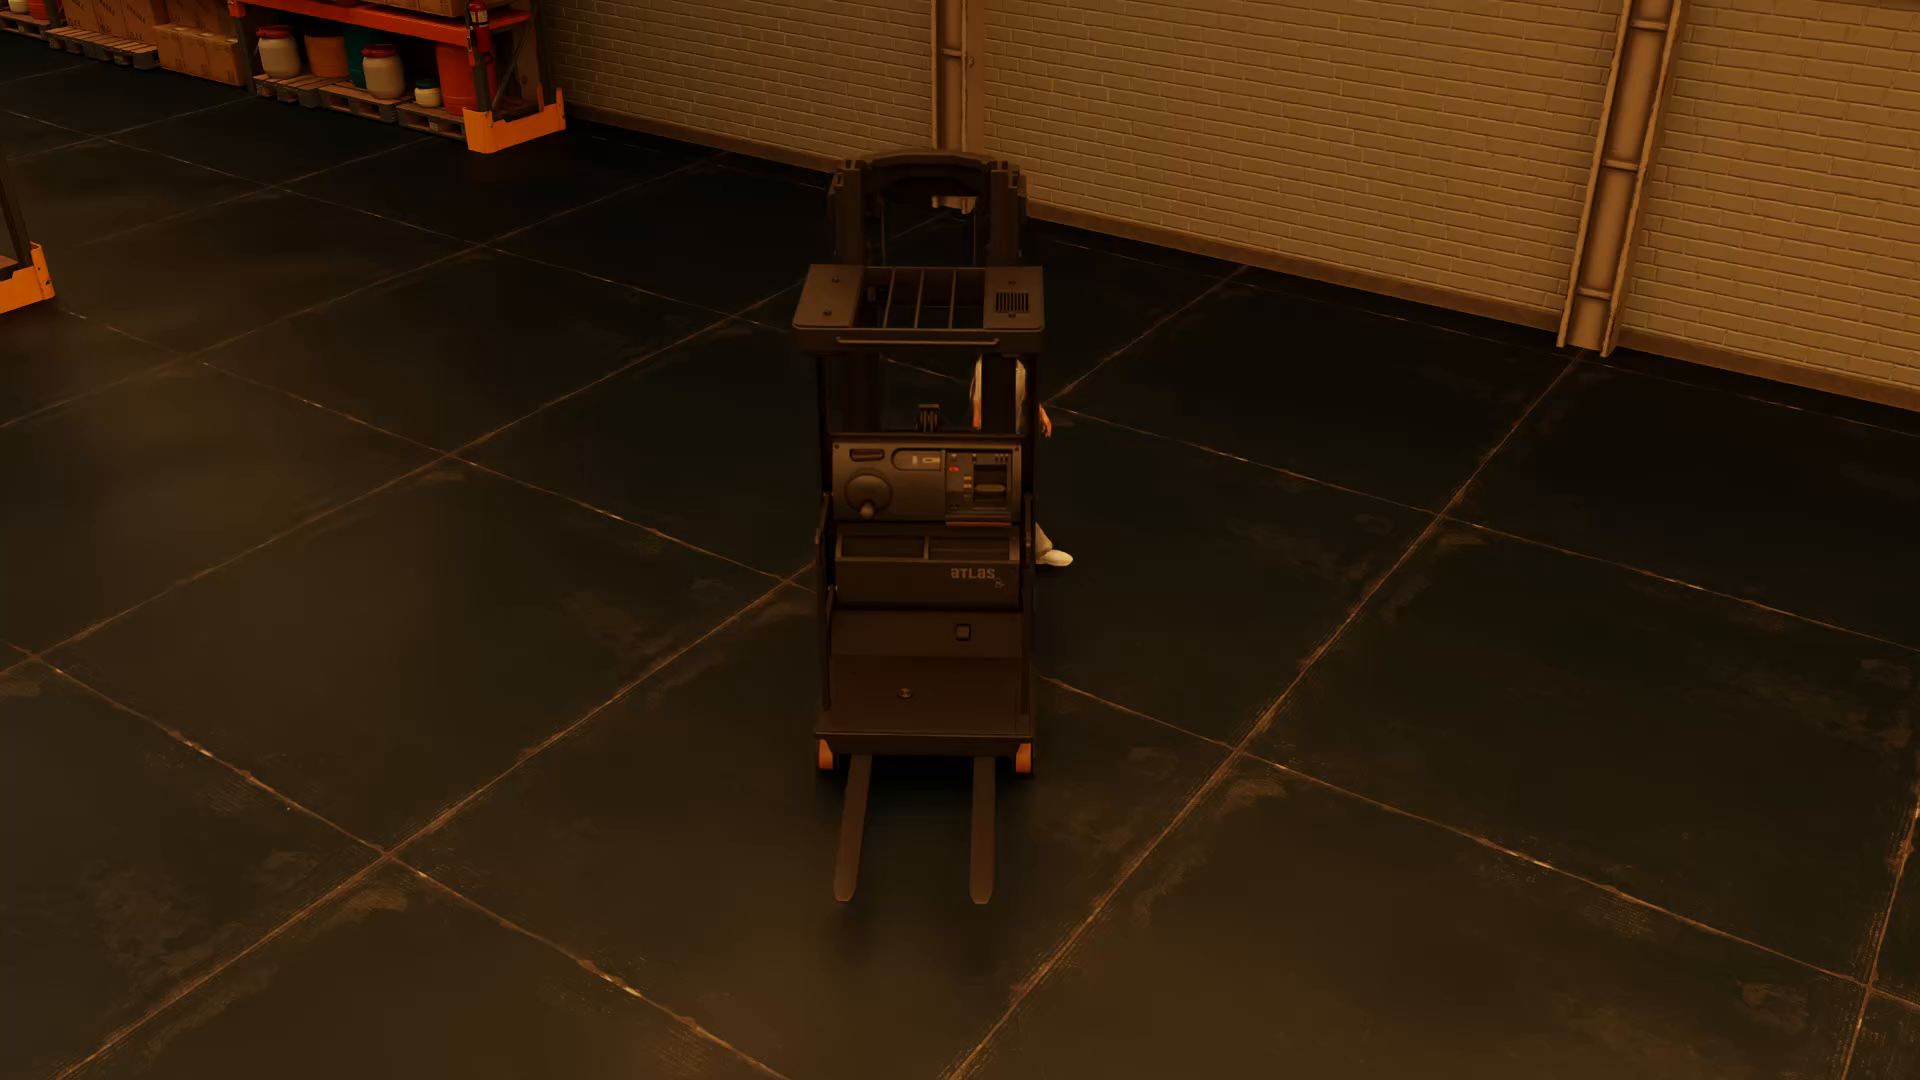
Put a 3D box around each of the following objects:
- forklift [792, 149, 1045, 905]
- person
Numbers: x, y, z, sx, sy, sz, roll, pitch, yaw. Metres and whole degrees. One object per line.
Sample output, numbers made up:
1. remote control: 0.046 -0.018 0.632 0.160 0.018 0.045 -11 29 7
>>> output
1. forklift: -0.167 -0.241 7.997 1.130 2.935 3.031 1 30 1
2. person: 0.328 -0.594 9.895 0.814 1.640 0.624 10 32 16
